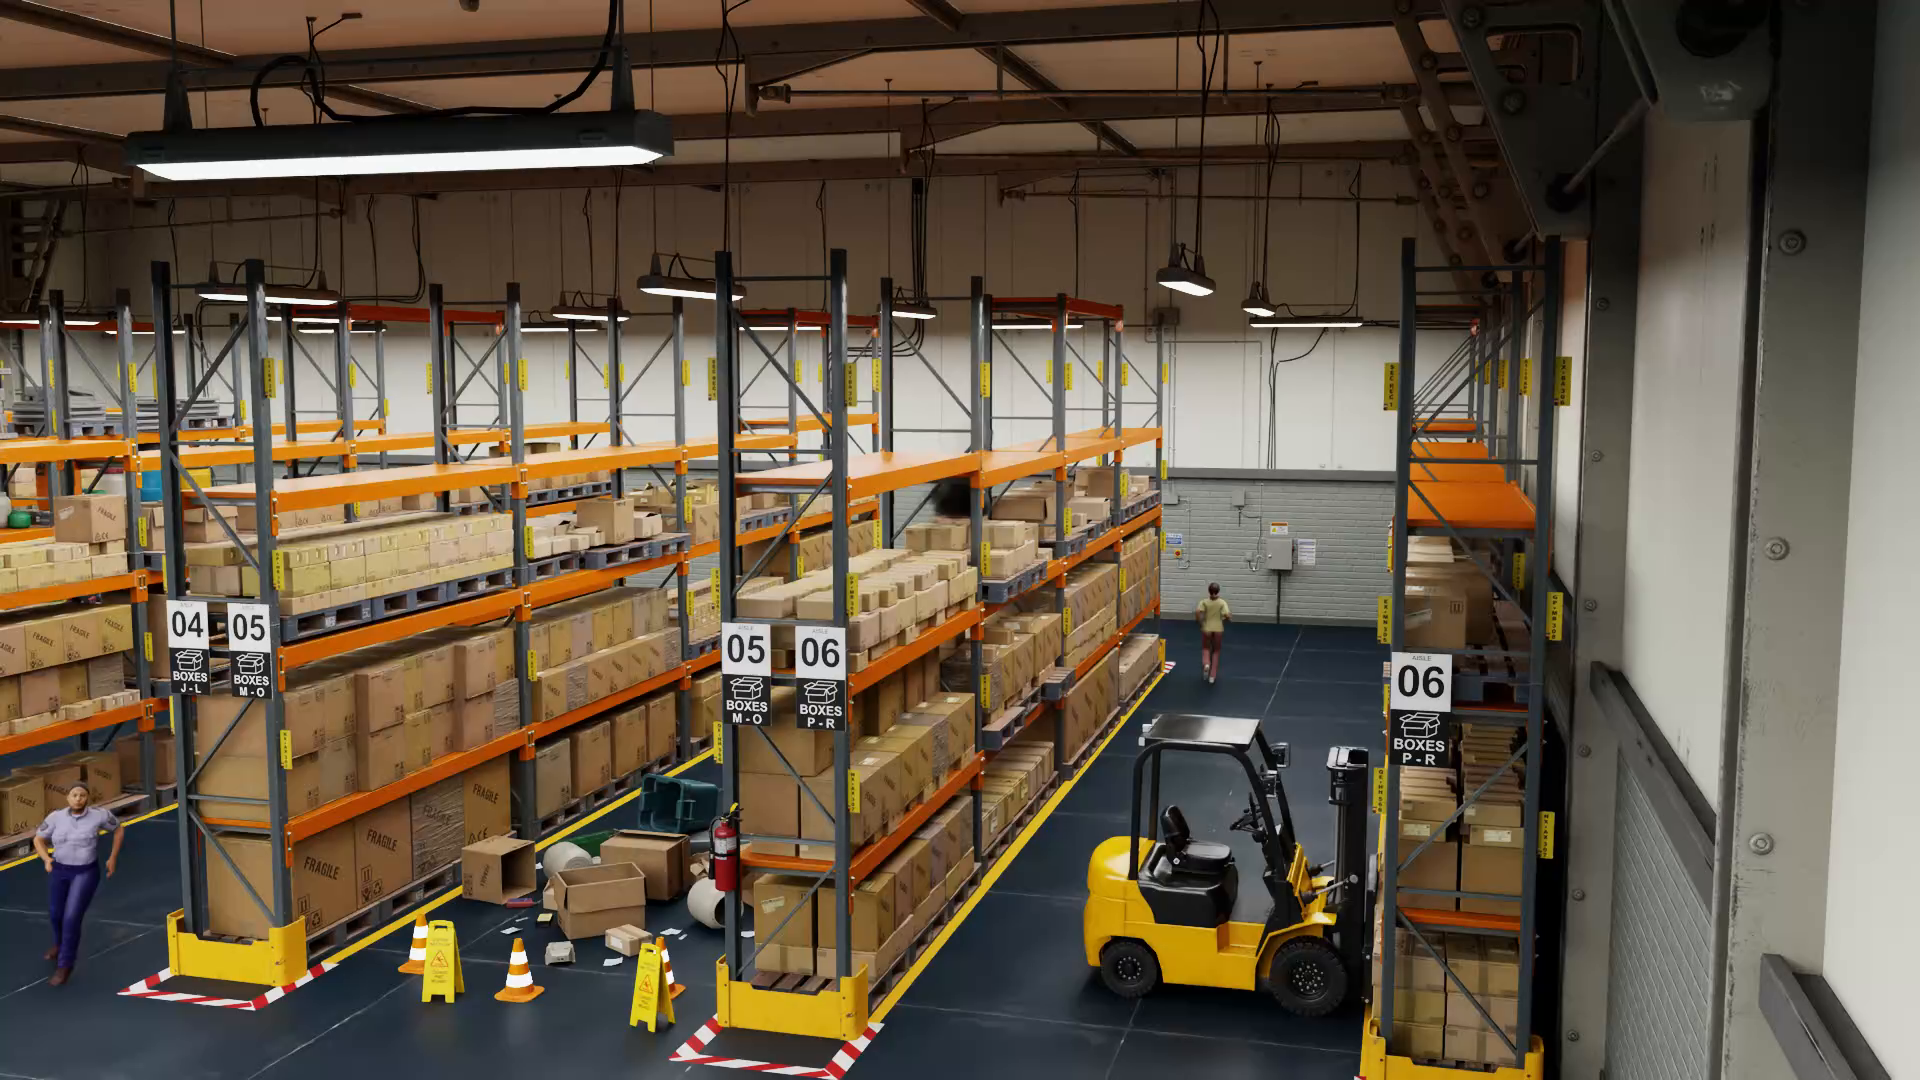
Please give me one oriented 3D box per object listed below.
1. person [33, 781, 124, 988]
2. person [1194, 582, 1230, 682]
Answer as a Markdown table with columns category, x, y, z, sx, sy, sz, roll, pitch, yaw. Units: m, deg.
| category | x | y | z | sx | sy | sz | roll | pitch | yaw |
| --- | --- | --- | --- | --- | --- | --- | --- | --- | --- |
| person | -7.529 | 2.884 | 14.149 | 0.696 | 1.663 | 0.792 | -1 | 6 | -10 |
| person | 4.103 | 1.485 | 27.072 | 0.571 | 1.626 | 0.534 | 1 | 6 | 9 |
